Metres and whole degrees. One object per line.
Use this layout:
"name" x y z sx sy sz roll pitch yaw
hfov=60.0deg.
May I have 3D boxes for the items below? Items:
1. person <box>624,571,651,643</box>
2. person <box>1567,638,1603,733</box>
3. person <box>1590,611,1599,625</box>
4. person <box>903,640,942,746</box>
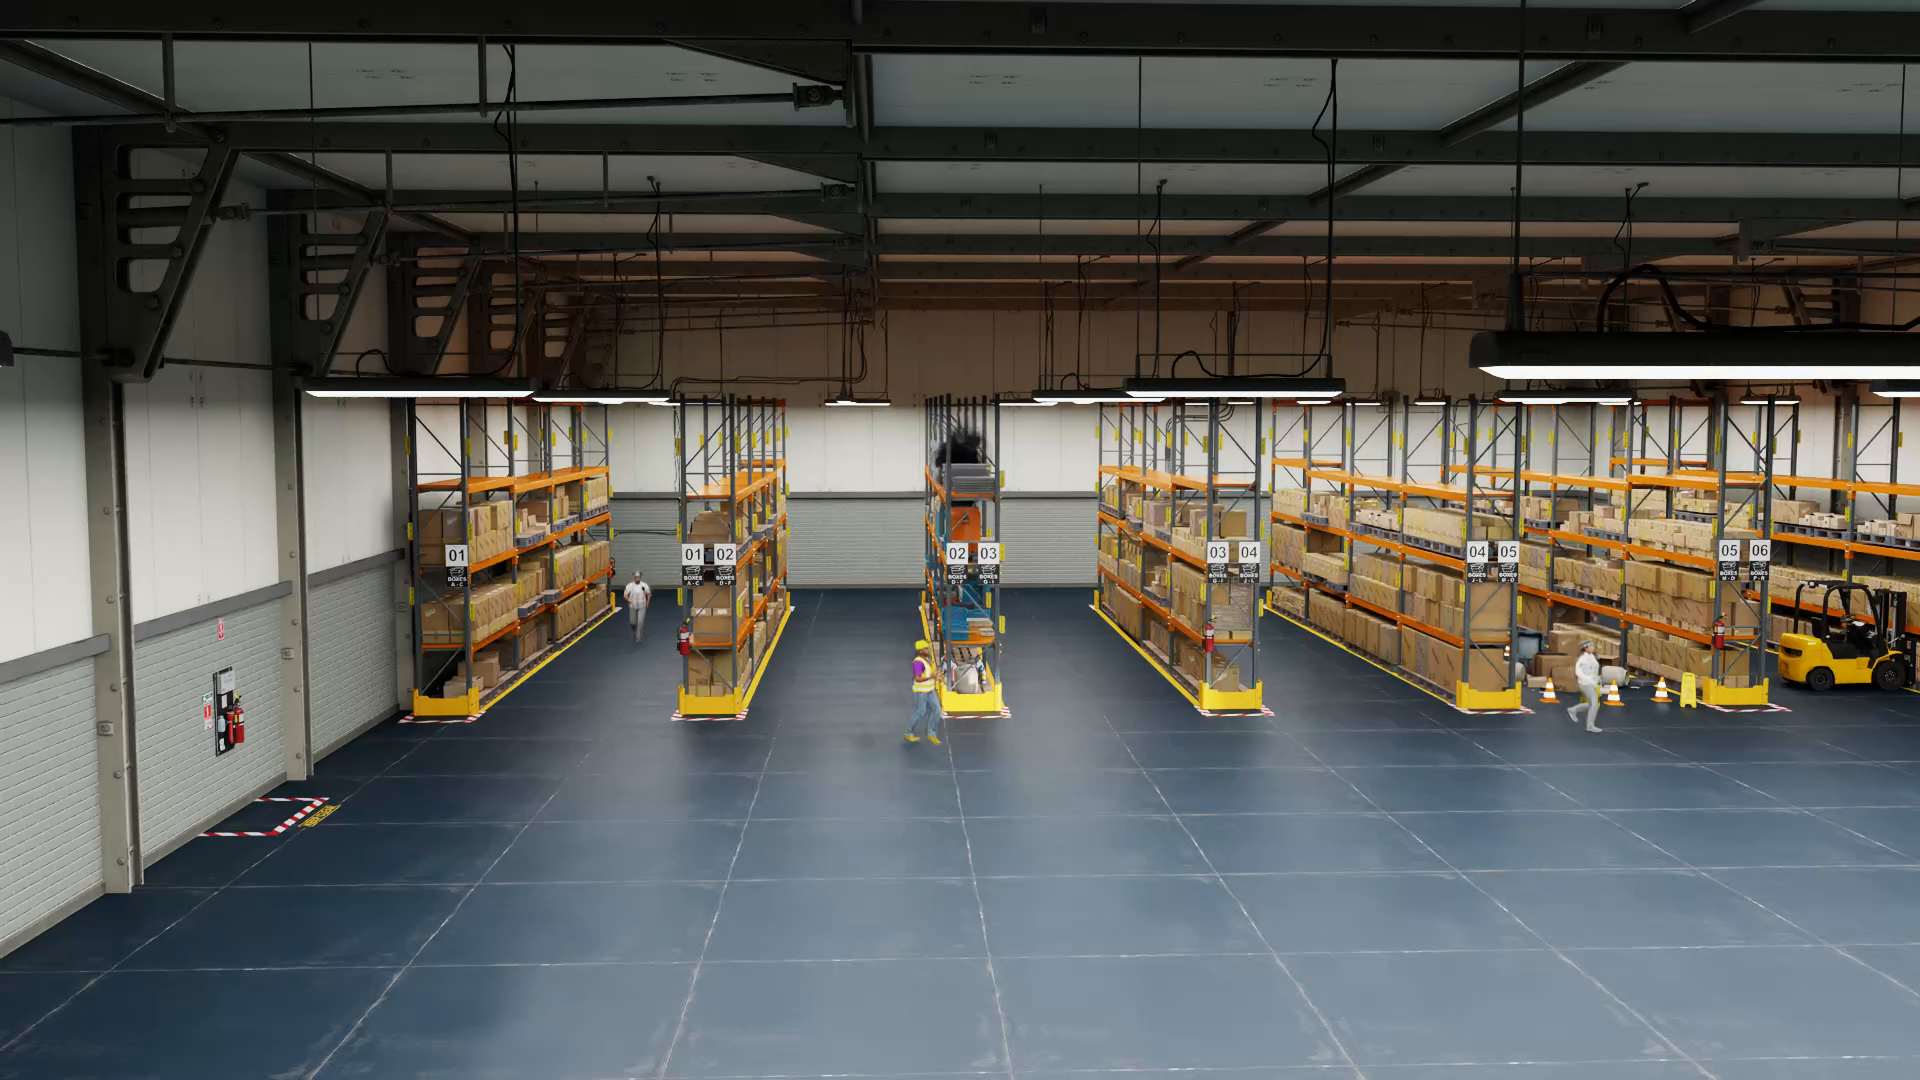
"person" -7.912 1.626 40.838 0.664 1.742 0.678 -1 5 -12
"person" 11.091 2.562 29.533 0.657 1.666 0.632 4 6 41
"person" 16.186 1.566 42.459 0.602 1.631 0.598 0 5 3
"person" -0.614 2.608 28.260 0.730 1.822 0.674 2 5 23
